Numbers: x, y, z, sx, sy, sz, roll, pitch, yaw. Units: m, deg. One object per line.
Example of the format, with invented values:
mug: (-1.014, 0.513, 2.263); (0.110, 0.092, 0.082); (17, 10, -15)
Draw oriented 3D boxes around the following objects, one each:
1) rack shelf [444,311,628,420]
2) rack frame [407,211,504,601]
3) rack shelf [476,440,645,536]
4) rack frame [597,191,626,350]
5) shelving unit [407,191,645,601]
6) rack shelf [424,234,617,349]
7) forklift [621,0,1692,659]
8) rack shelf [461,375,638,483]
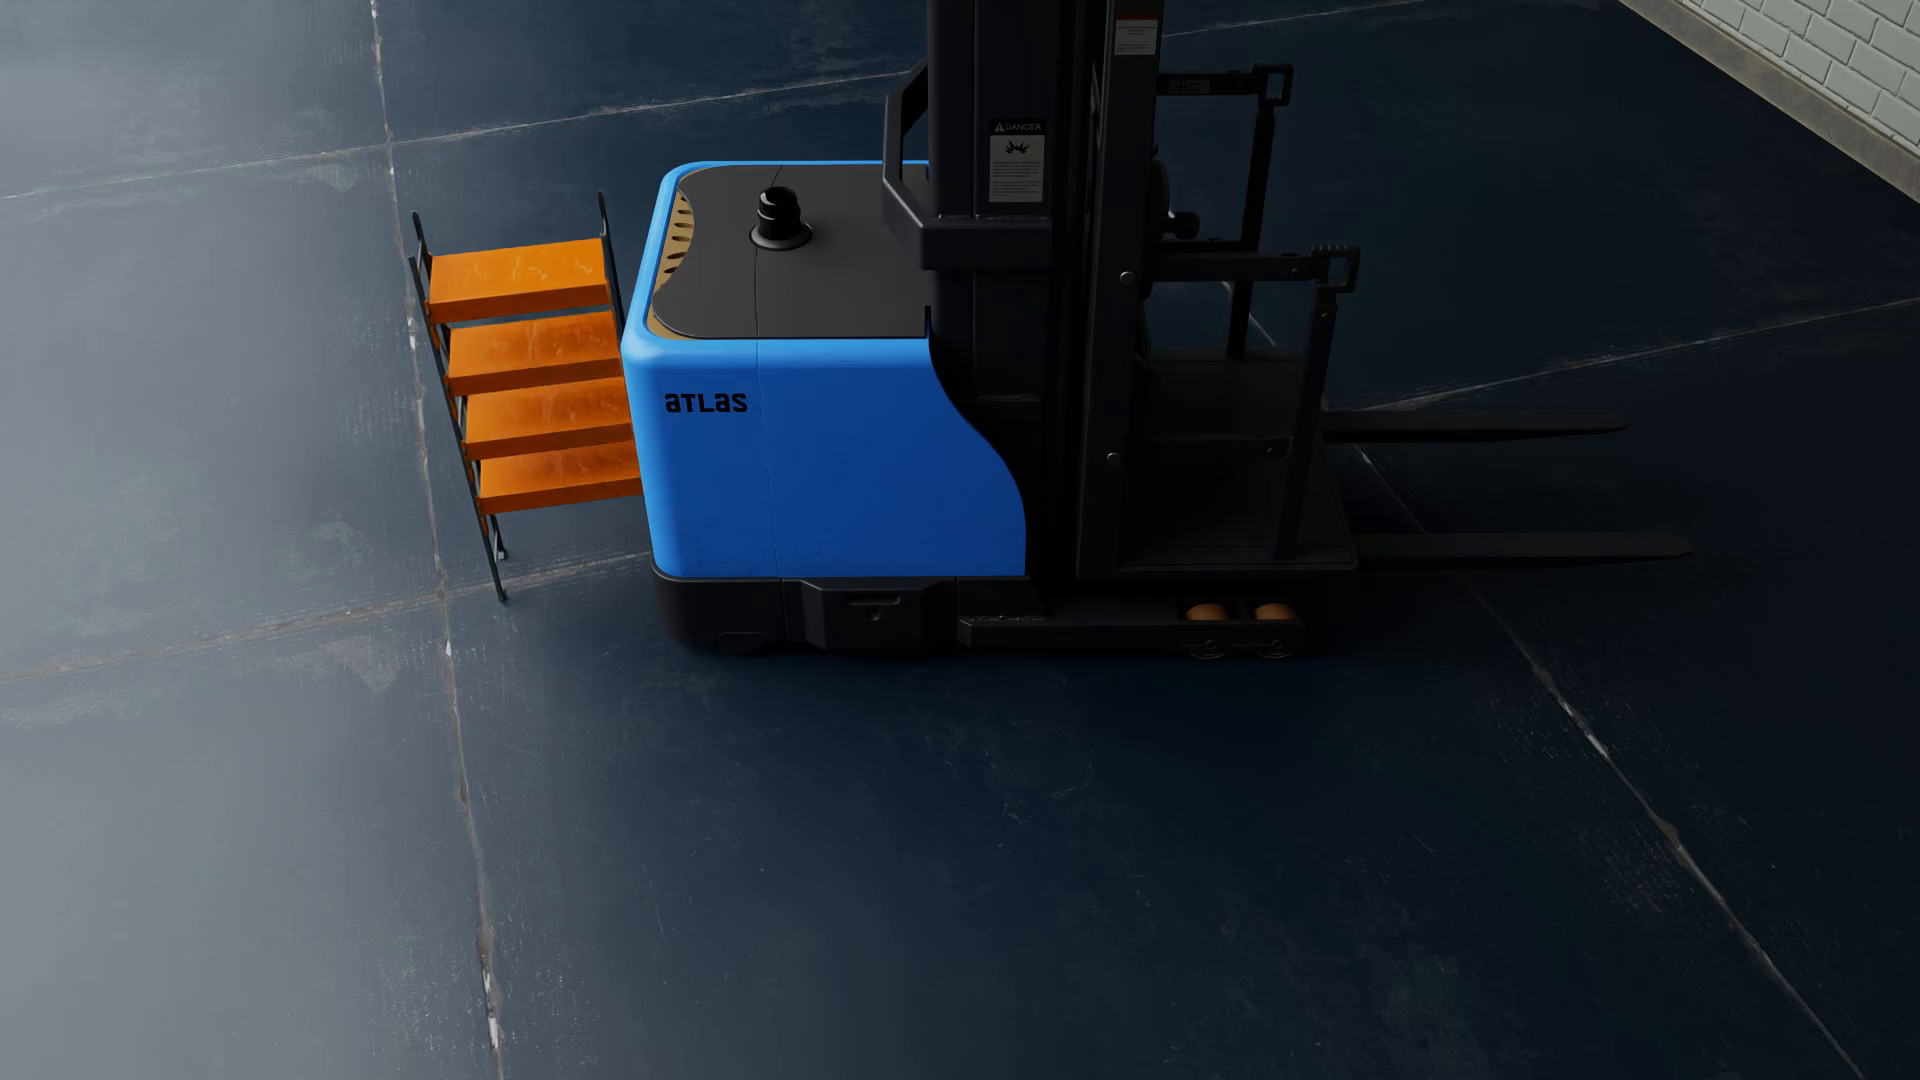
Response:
rack shelf: (-1.184, -0.499, 4.666); (0.480, 0.148, 0.258); (-8, 41, -8)
rack frame: (-1.421, -0.347, 4.734); (0.015, 1.200, 0.240); (-8, 41, -8)
rack shelf: (-1.178, -0.180, 4.942); (0.480, 0.148, 0.258); (-8, 41, -8)
rack frame: (-0.943, -0.415, 4.802); (0.015, 1.200, 0.240); (-8, 41, -8)
shelving unit: (-1.182, -0.381, 4.768); (0.503, 1.200, 0.258); (-8, 41, -8)
rack shelf: (-1.187, -0.678, 4.511); (0.480, 0.148, 0.258); (-8, 41, -8)
forklift: (0.630, -1.108, 4.291); (3.031, 2.935, 1.130); (0, 41, 0)
rack shelf: (-1.181, -0.330, 4.812); (0.480, 0.148, 0.258); (-8, 41, -8)
